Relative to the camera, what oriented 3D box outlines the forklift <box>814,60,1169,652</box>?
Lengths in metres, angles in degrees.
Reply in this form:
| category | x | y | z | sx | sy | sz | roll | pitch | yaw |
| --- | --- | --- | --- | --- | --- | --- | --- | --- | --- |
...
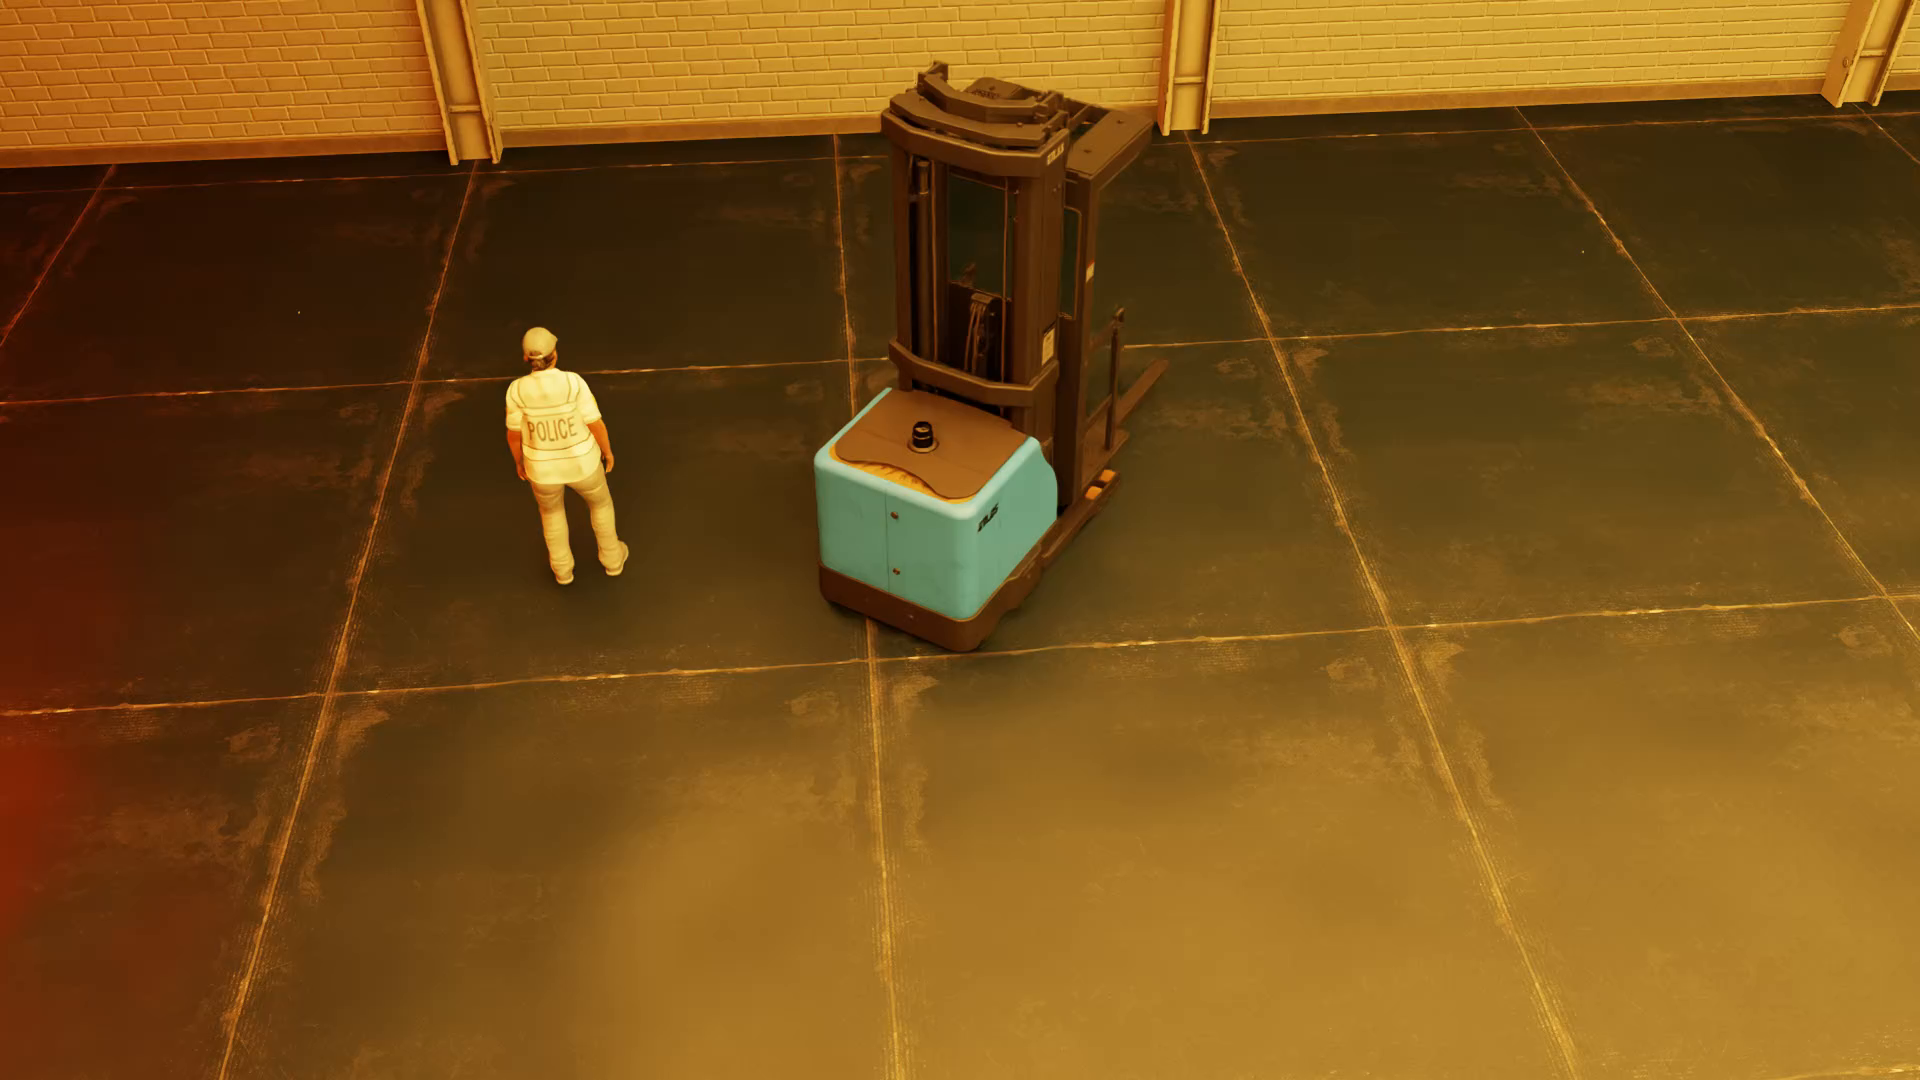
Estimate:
| category | x | y | z | sx | sy | sz | roll | pitch | yaw |
| --- | --- | --- | --- | --- | --- | --- | --- | --- | --- |
| forklift | 0.364 | -1.423 | 9.602 | 1.130 | 2.935 | 3.031 | 21 | 45 | 23 |

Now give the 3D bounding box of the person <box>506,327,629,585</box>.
| category | x | y | z | sx | sy | sz | roll | pitch | yaw |
| --- | --- | --- | --- | --- | --- | --- | --- | --- | --- |
| person | -2.253 | -0.459 | 9.455 | 0.551 | 1.659 | 0.462 | -6 | 41 | -7 |
